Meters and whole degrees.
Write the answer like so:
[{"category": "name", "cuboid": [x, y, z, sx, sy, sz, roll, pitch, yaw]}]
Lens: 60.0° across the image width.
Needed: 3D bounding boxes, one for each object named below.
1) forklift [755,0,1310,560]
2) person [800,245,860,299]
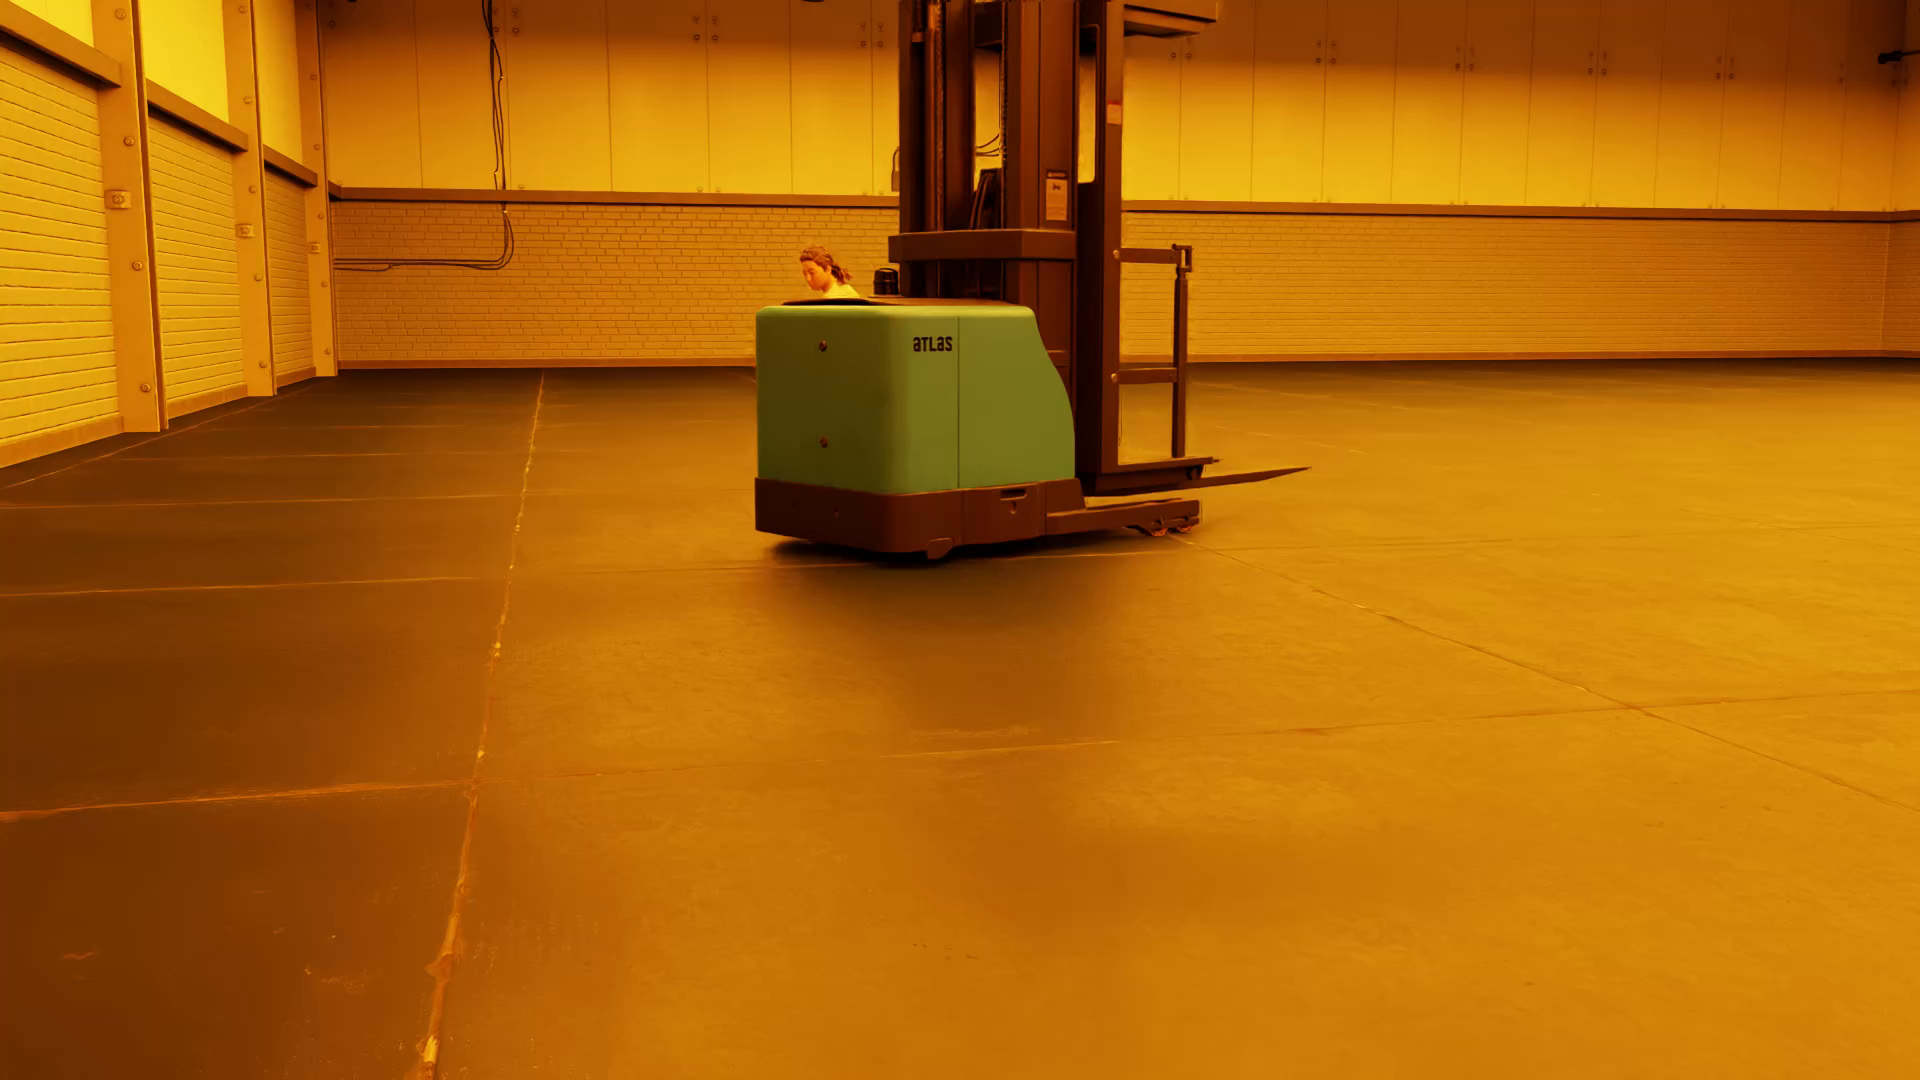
[{"category": "forklift", "cuboid": [0.513, -1.515, 7.954, 3.031, 2.935, 1.130, -7, 11, -41]}, {"category": "person", "cuboid": [-0.719, -1.024, 9.929, 0.776, 1.459, 0.569, 7, 10, 40]}]
